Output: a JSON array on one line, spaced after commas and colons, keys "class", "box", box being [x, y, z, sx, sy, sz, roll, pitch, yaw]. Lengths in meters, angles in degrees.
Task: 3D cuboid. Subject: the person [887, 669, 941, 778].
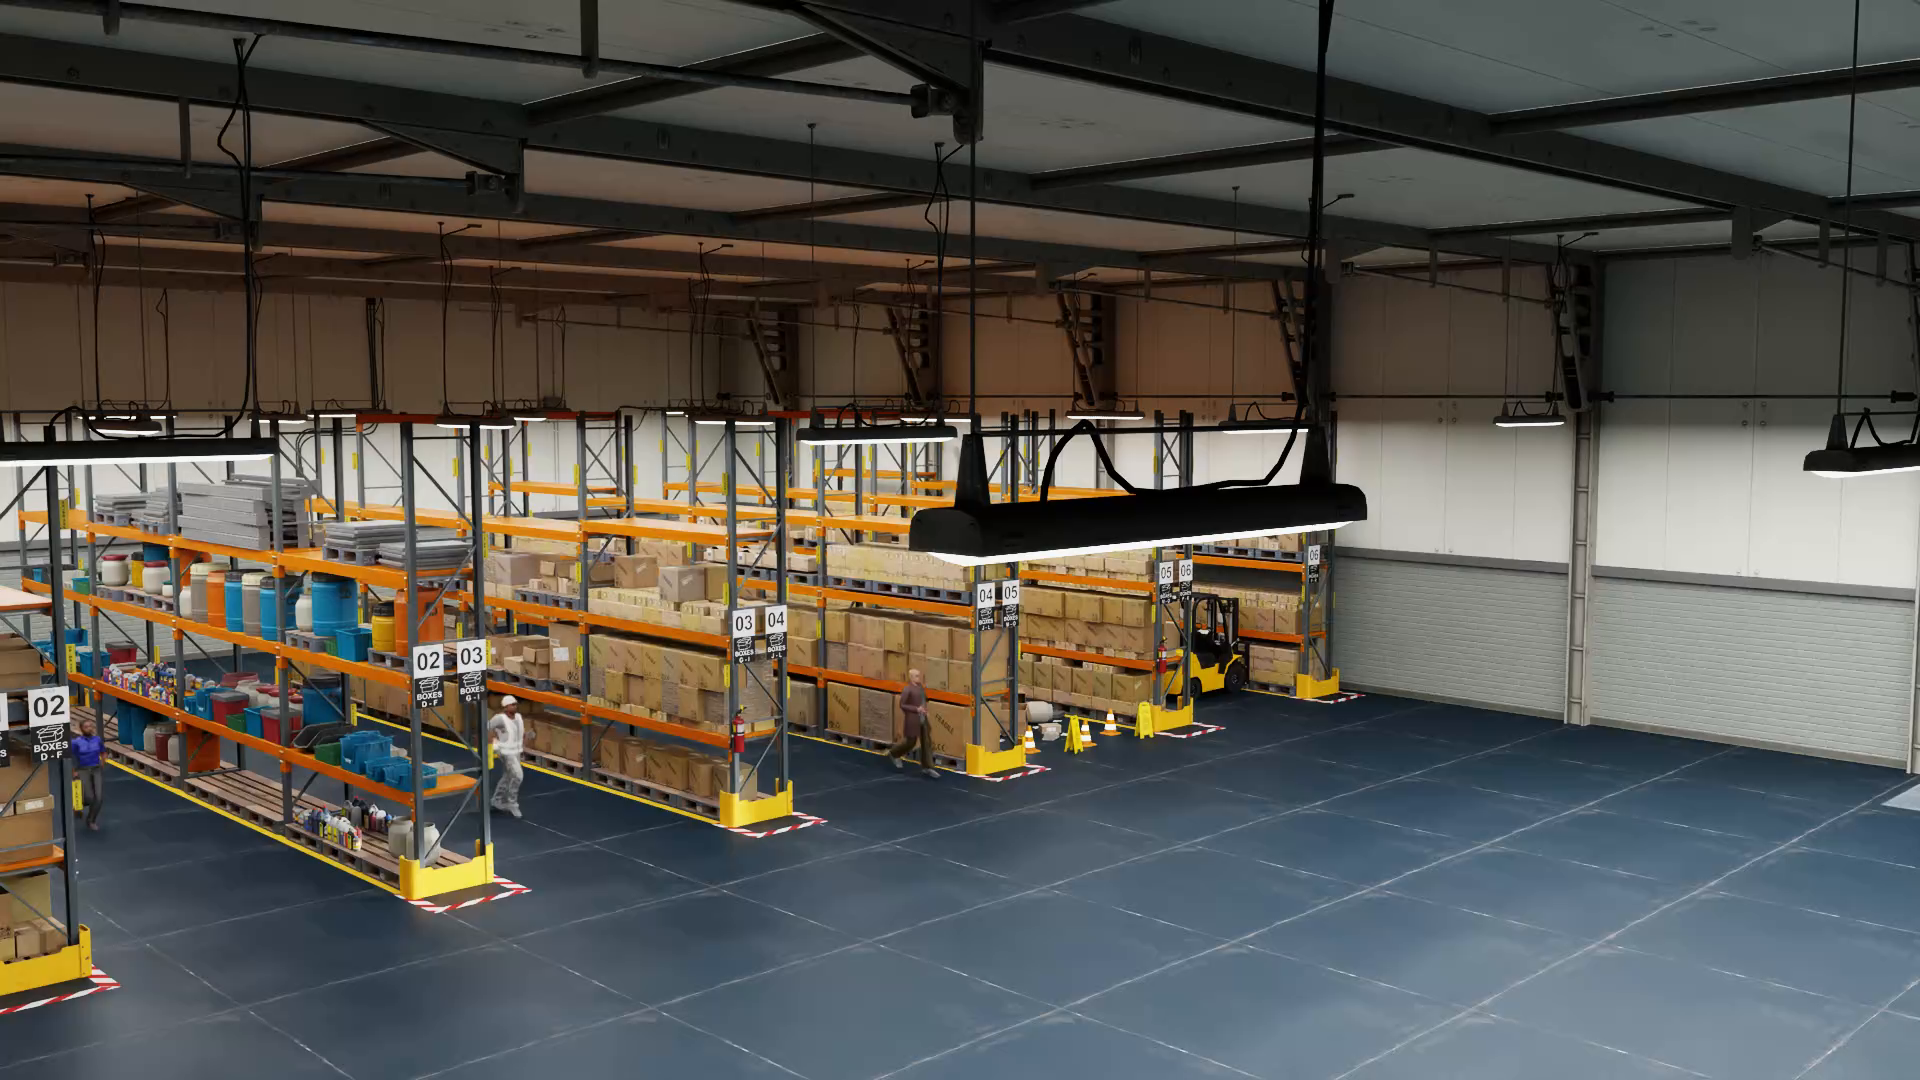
[{"class": "person", "box": [-0.764, 3.034, 27.723, 1.042, 1.790, 0.710, 4, 6, 37]}]

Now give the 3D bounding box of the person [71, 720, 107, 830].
[{"class": "person", "box": [-12.762, 3.428, 24.337, 0.558, 1.615, 0.583, 4, 6, 39]}]

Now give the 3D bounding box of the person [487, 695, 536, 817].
[{"class": "person", "box": [-6.799, 3.267, 25.154, 0.776, 1.841, 0.655, 2, 5, 18]}]
